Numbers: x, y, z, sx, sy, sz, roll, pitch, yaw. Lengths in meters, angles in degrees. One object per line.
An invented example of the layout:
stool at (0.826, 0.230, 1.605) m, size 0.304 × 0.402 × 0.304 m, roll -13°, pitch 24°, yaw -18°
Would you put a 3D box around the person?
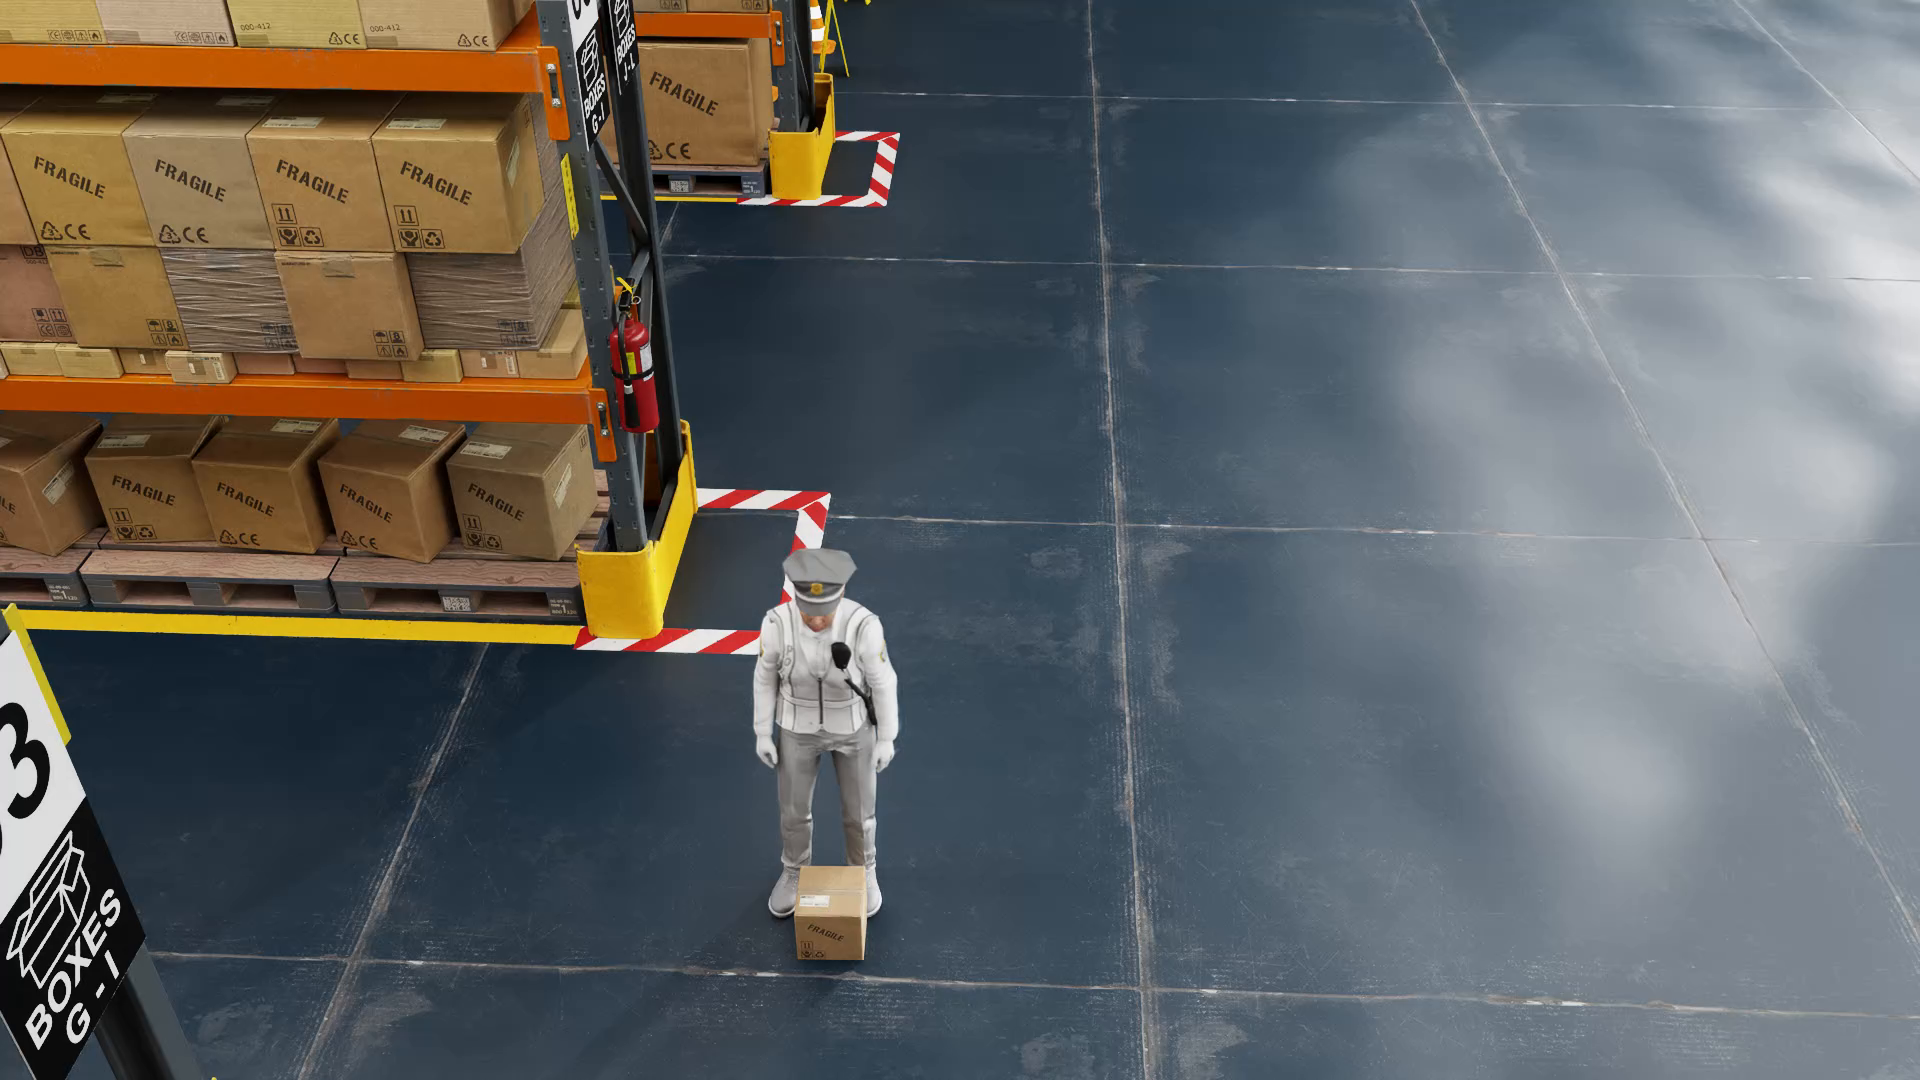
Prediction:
person at (-0.492, 0.711, 6.129) m, size 0.530 × 1.664 × 0.371 m, roll 2°, pitch 36°, yaw 2°
